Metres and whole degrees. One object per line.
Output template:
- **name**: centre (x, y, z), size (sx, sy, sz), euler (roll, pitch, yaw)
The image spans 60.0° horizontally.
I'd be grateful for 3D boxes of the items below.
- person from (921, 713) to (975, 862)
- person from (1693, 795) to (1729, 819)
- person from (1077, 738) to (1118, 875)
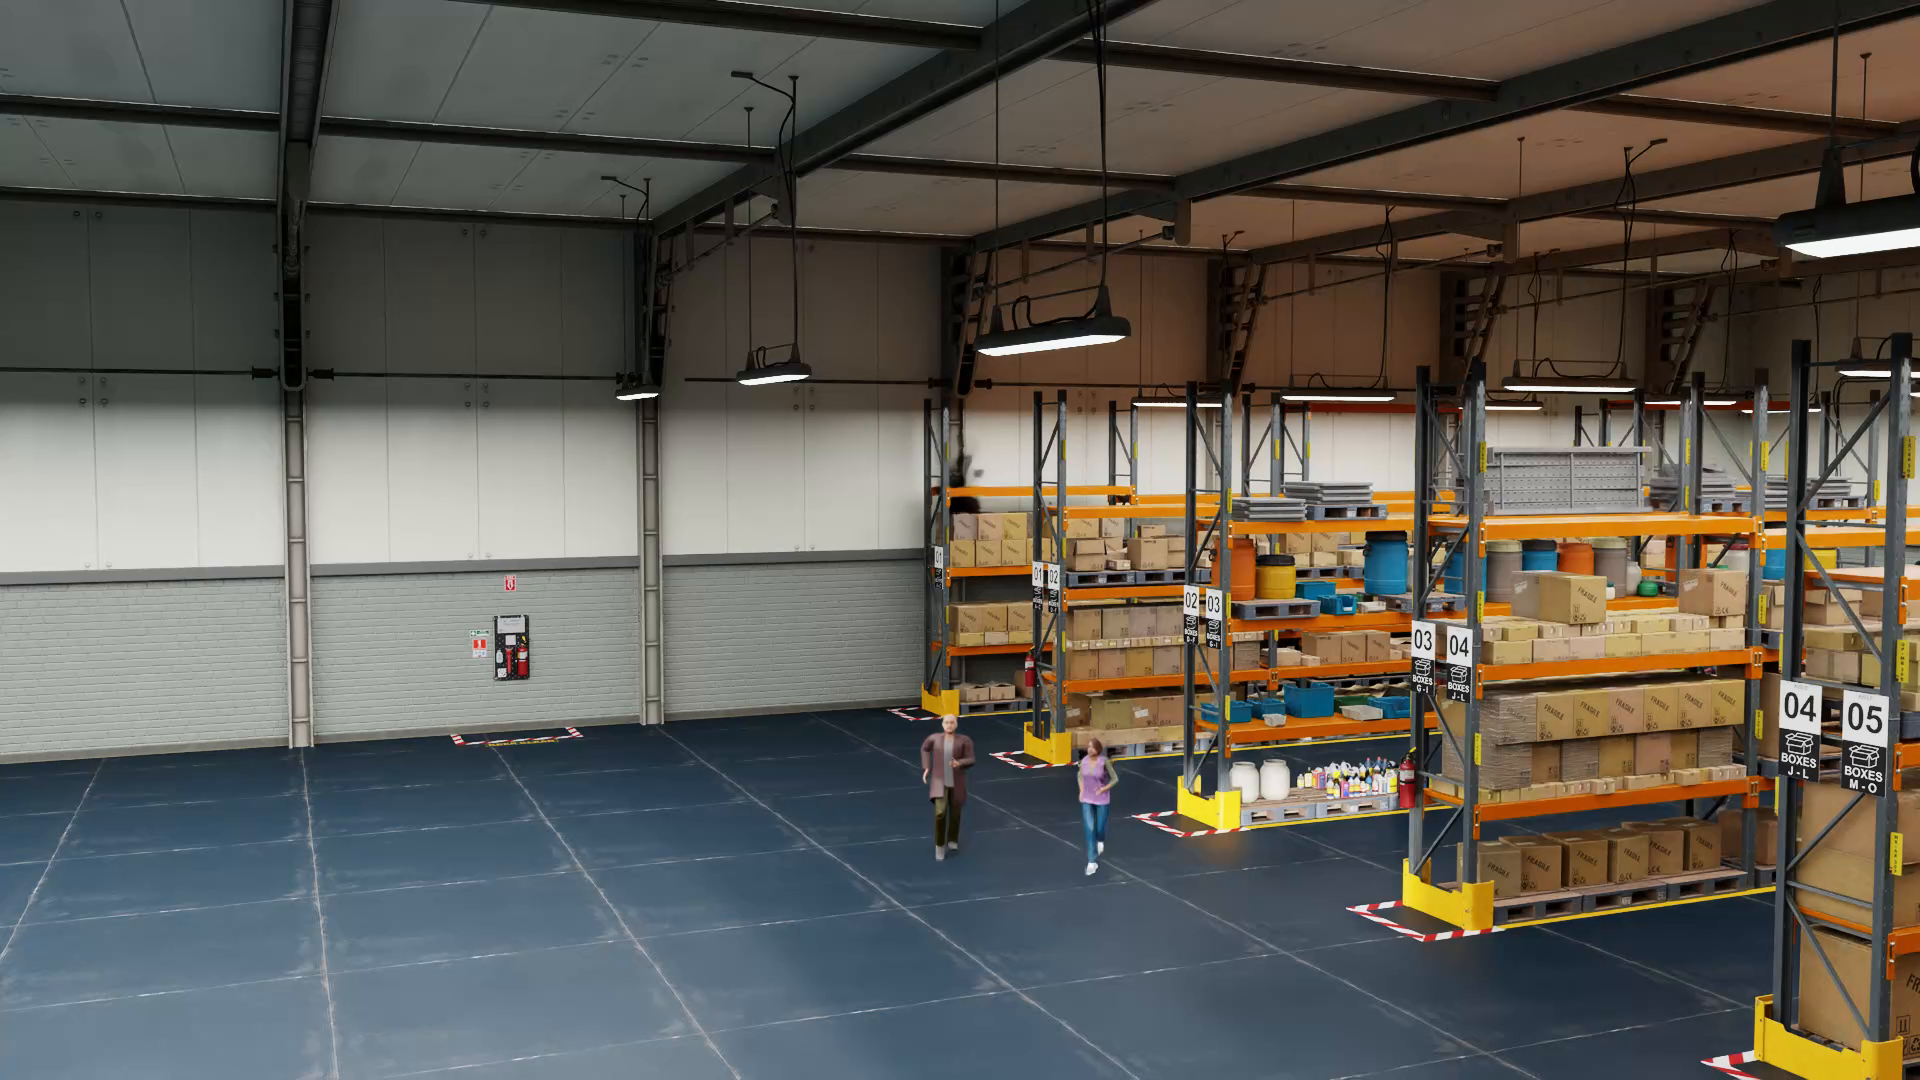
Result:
- **person**: centre (-0.151, 3.067, 20.657), size (0.658, 1.829, 0.804), euler (0, 3, -3)
- **person**: centre (10.138, 2.989, 22.664), size (0.839, 1.656, 0.572), euler (-2, 4, -29)
- **person**: centre (1.658, 3.191, 20.182), size (0.532, 1.597, 0.756), euler (1, 4, 16)
